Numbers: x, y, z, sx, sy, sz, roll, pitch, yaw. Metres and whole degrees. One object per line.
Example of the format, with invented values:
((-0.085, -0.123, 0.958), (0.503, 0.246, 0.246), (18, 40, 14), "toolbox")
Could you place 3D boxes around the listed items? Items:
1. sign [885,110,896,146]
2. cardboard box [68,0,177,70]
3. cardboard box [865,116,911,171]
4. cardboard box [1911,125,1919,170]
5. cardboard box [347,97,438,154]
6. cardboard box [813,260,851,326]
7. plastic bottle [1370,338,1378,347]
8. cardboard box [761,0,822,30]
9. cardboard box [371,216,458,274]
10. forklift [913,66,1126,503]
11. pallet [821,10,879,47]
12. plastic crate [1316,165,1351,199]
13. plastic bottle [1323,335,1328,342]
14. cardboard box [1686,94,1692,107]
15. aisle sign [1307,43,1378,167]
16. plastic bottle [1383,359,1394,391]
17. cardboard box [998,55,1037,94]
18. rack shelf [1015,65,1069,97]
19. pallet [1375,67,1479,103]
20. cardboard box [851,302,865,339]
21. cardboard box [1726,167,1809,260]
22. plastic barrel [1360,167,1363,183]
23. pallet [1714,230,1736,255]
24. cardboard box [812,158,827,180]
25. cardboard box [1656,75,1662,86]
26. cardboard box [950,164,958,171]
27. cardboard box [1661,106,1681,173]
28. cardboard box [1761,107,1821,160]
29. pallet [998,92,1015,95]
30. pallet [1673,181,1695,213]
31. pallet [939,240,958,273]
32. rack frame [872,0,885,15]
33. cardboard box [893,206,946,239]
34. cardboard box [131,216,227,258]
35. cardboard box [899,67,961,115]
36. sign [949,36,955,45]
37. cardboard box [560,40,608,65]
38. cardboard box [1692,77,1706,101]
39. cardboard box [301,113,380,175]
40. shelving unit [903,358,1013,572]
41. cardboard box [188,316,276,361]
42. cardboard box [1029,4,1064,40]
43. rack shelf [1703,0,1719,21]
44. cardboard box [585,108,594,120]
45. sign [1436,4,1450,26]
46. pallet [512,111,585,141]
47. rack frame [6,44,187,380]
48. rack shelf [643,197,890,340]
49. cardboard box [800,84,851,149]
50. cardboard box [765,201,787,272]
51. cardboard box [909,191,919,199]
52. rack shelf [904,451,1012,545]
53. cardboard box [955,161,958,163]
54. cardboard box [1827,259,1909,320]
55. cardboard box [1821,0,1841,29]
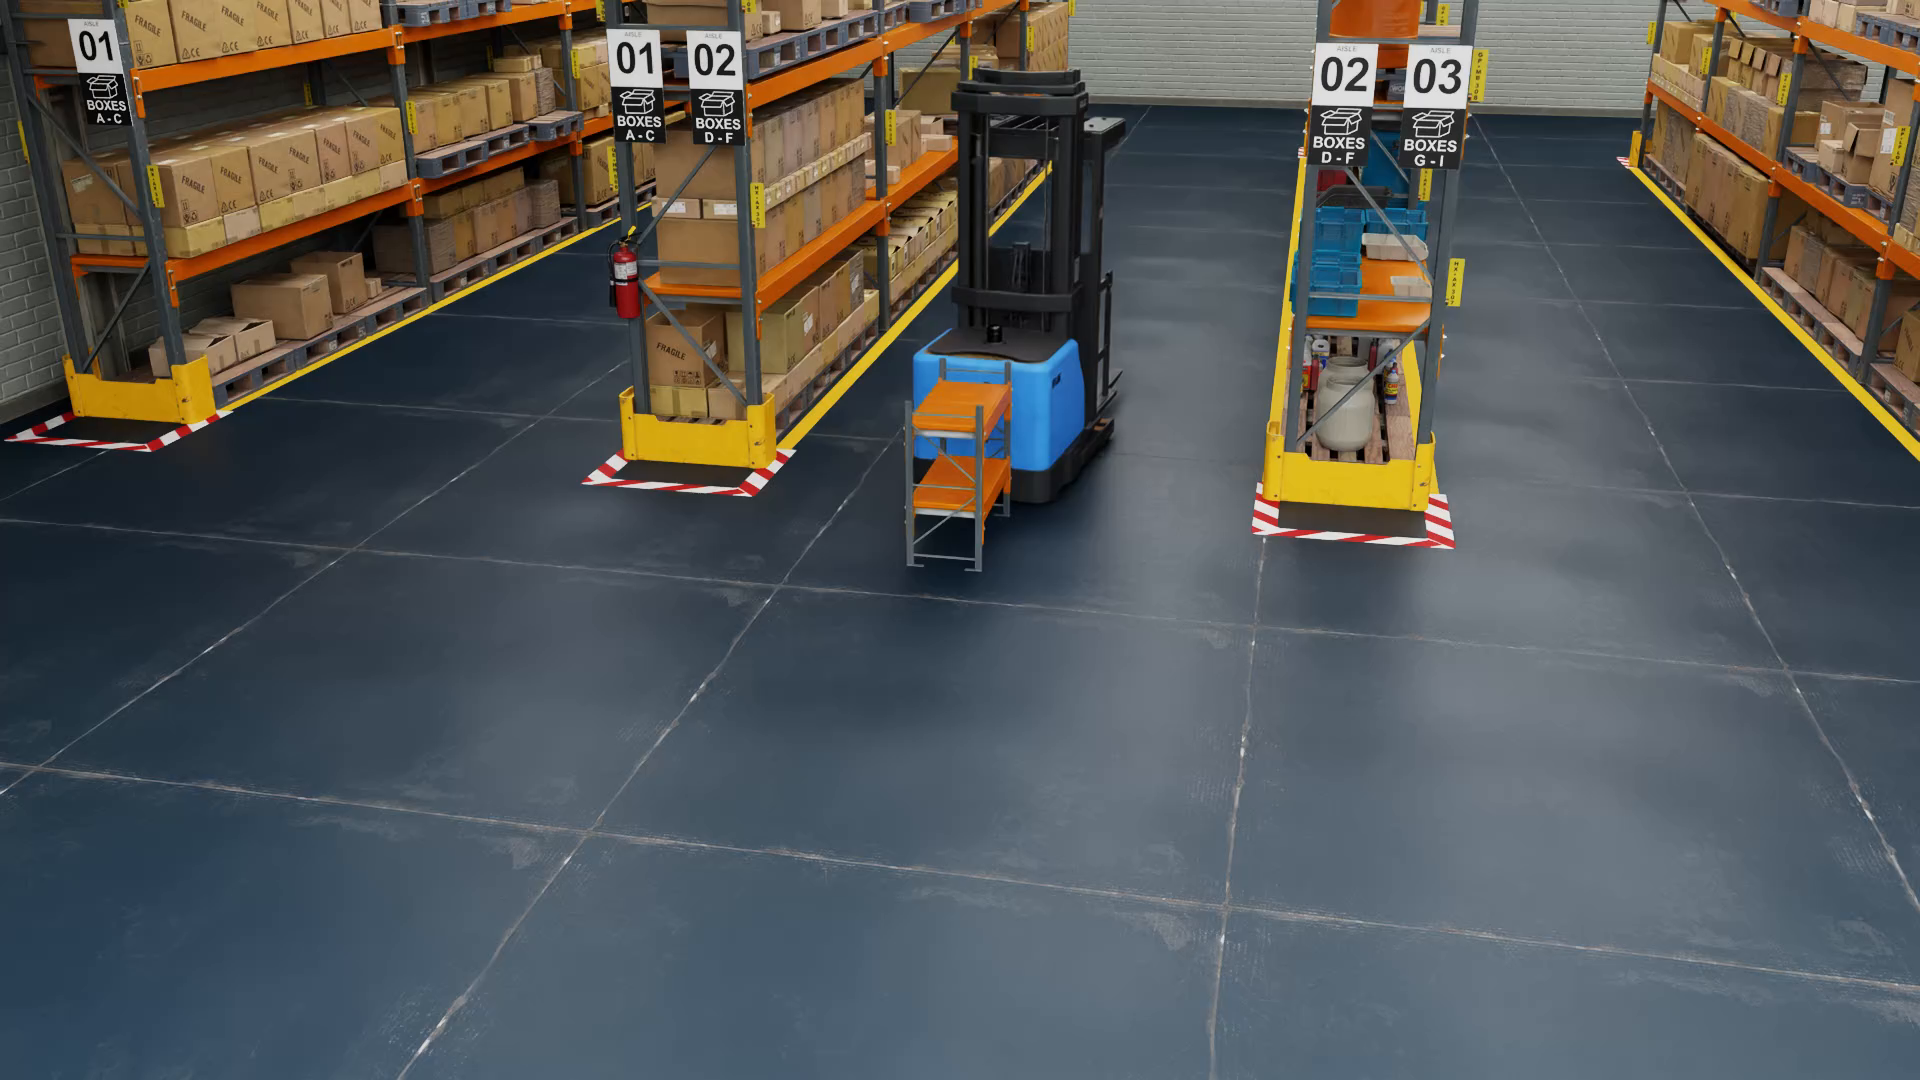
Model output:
((-0.658, -3.907, 15.775), (0.100, 0.325, 0.005), (4, 22, 11), "sign")
((-6.555, -3.974, 13.031), (0.500, 0.500, 0.500), (5, 22, 12), "cardboard box")
((-0.819, -4.212, 17.664), (0.500, 0.500, 0.500), (4, 22, 11), "cardboard box")
((8.155, -3.257, 13.555), (0.500, 0.500, 0.500), (4, 22, 11), "cardboard box")
((-5.915, -4.321, 17.344), (0.700, 0.500, 0.500), (5, 22, 11), "cardboard box")
((-1.294, -2.226, 14.981), (0.500, 0.500, 0.500), (4, 22, 11), "cardboard box")
((3.587, -1.628, 14.429), (0.061, 0.283, 0.133), (4, 22, 11), "plastic bottle")
((-1.412, -4.332, 13.195), (0.500, 0.500, 0.500), (4, 22, 11), "cardboard box")
((-5.918, -3.202, 18.046), (0.700, 0.500, 0.500), (5, 23, 13), "cardboard box")
((0.603, -2.139, 12.742), (1.130, 2.935, 3.031), (7, 23, 17), "forklift")
((-1.351, -4.547, 14.732), (1.003, 0.211, 1.213), (4, 22, 11), "pallet")
((3.446, -3.362, 15.600), (0.402, 0.464, 0.583), (4, 22, 11), "plastic crate")
((3.217, -1.832, 14.845), (0.144, 0.351, 0.185), (4, 22, 11), "plastic bottle")
((9.974, -5.888, 22.294), (0.380, 0.149, 0.250), (4, 22, 10), "cardboard box")
((2.525, -2.871, 10.987), (0.394, 0.787, 0.004), (4, 22, 11), "aisle sign")
((3.575, -1.372, 13.808), (0.097, 0.271, 0.097), (0, 22, 0), "plastic bottle")
((0.801, -6.648, 23.712), (0.500, 0.500, 0.500), (5, 22, 12), "cardboard box")
((0.839, -6.834, 25.270), (1.077, 0.370, 4.000), (4, 22, 11), "rack shelf")
((3.095, -3.268, 11.689), (1.003, 0.211, 1.213), (4, 22, 11), "pallet")
((-1.194, -2.062, 15.576), (0.500, 0.250, 0.500), (4, 22, 11), "cardboard box")
((9.473, -3.677, 18.750), (1.225, 0.875, 0.875), (3, 22, 8), "cardboard box")
((4.056, -3.528, 15.916), (0.433, 0.535, 0.433), (0, 22, 0), "plastic barrel")
((9.797, -3.651, 20.136), (1.003, 0.211, 1.213), (4, 22, 11), "pallet")
((-1.359, -3.180, 14.233), (0.380, 0.149, 0.250), (5, 23, 13), "cardboard box")
((10.446, -6.734, 24.395), (0.380, 0.149, 0.250), (4, 22, 10), "cardboard box")
((-0.319, -4.567, 21.436), (0.500, 0.500, 0.500), (4, 22, 9), "cardboard box")
((10.706, -5.779, 23.969), (0.875, 0.875, 0.875), (4, 22, 11), "cardboard box")
((9.170, -4.463, 18.285), (0.500, 0.500, 0.500), (5, 23, 13), "cardboard box")
((0.161, -6.063, 22.651), (1.003, 0.211, 1.213), (4, 22, 11), "pallet")
((10.359, -4.658, 22.638), (1.003, 0.211, 1.213), (4, 22, 11), "pallet")
((-0.592, -3.382, 19.468), (1.003, 0.211, 1.213), (4, 22, 11), "pallet")
((-1.202, -6.293, 14.934), (1.000, 3.000, 0.127), (4, 22, 11), "rack frame")
((-0.457, -3.568, 18.565), (0.500, 0.311, 0.500), (4, 22, 11), "cardboard box")
((-6.458, -2.518, 13.764), (0.500, 0.250, 0.500), (4, 22, 9), "cardboard box")
((-0.367, -5.454, 20.183), (0.700, 0.500, 0.500), (-3, 22, -7), "cardboard box")
((-0.102, -6.876, 23.254), (0.100, 0.325, 0.005), (4, 22, 11), "sign")
((-4.782, -6.234, 21.255), (0.500, 0.250, 0.500), (4, 22, 10), "cardboard box")
((9.961, -5.930, 21.864), (0.500, 0.250, 0.500), (4, 22, 10), "cardboard box")
((-5.942, -3.795, 15.931), (0.500, 0.500, 0.500), (4, 22, 11), "cardboard box")
((0.001, -0.524, 11.150), (0.538, 1.125, 1.048), (4, 22, 11), "shelving unit")
((-6.523, -1.835, 14.906), (0.500, 0.311, 0.500), (6, 23, 15), "cardboard box")
((1.323, -8.041, 25.831), (0.500, 0.500, 0.500), (5, 22, 12), "cardboard box")
((10.536, -7.469, 22.831), (1.077, 0.370, 4.000), (4, 22, 11), "rack shelf")
((-4.882, -5.437, 21.147), (0.380, 0.149, 0.250), (5, 22, 12), "cardboard box")
((4.183, -4.481, 14.438), (0.100, 0.325, 0.005), (4, 22, 11), "sign")
((-5.277, -4.992, 19.990), (1.213, 0.211, 1.003), (4, 22, 11), "pallet")
((-6.868, -2.424, 13.357), (1.000, 3.000, 0.127), (4, 22, 11), "rack frame")
((-1.610, -2.445, 14.373), (1.077, 0.370, 4.000), (4, 22, 11), "rack shelf")
((-1.388, -3.811, 14.931), (0.700, 0.500, 0.500), (4, 22, 11), "cardboard box")
((-1.808, -2.456, 13.303), (0.700, 0.500, 0.500), (5, 22, 12), "cardboard box")
((-0.780, -3.984, 19.598), (0.500, 0.311, 0.500), (5, 23, 13), "cardboard box")
((0.001, -0.297, 11.241), (0.538, 0.278, 1.000), (4, 22, 11), "rack shelf")
((-0.213, -5.121, 21.808), (0.500, 0.250, 0.500), (4, 22, 10), "cardboard box")
((8.871, -2.399, 16.053), (0.700, 0.500, 0.500), (3, 22, 6), "cardboard box")
((8.861, -5.199, 16.432), (0.500, 0.250, 0.500), (5, 22, 12), "cardboard box")
